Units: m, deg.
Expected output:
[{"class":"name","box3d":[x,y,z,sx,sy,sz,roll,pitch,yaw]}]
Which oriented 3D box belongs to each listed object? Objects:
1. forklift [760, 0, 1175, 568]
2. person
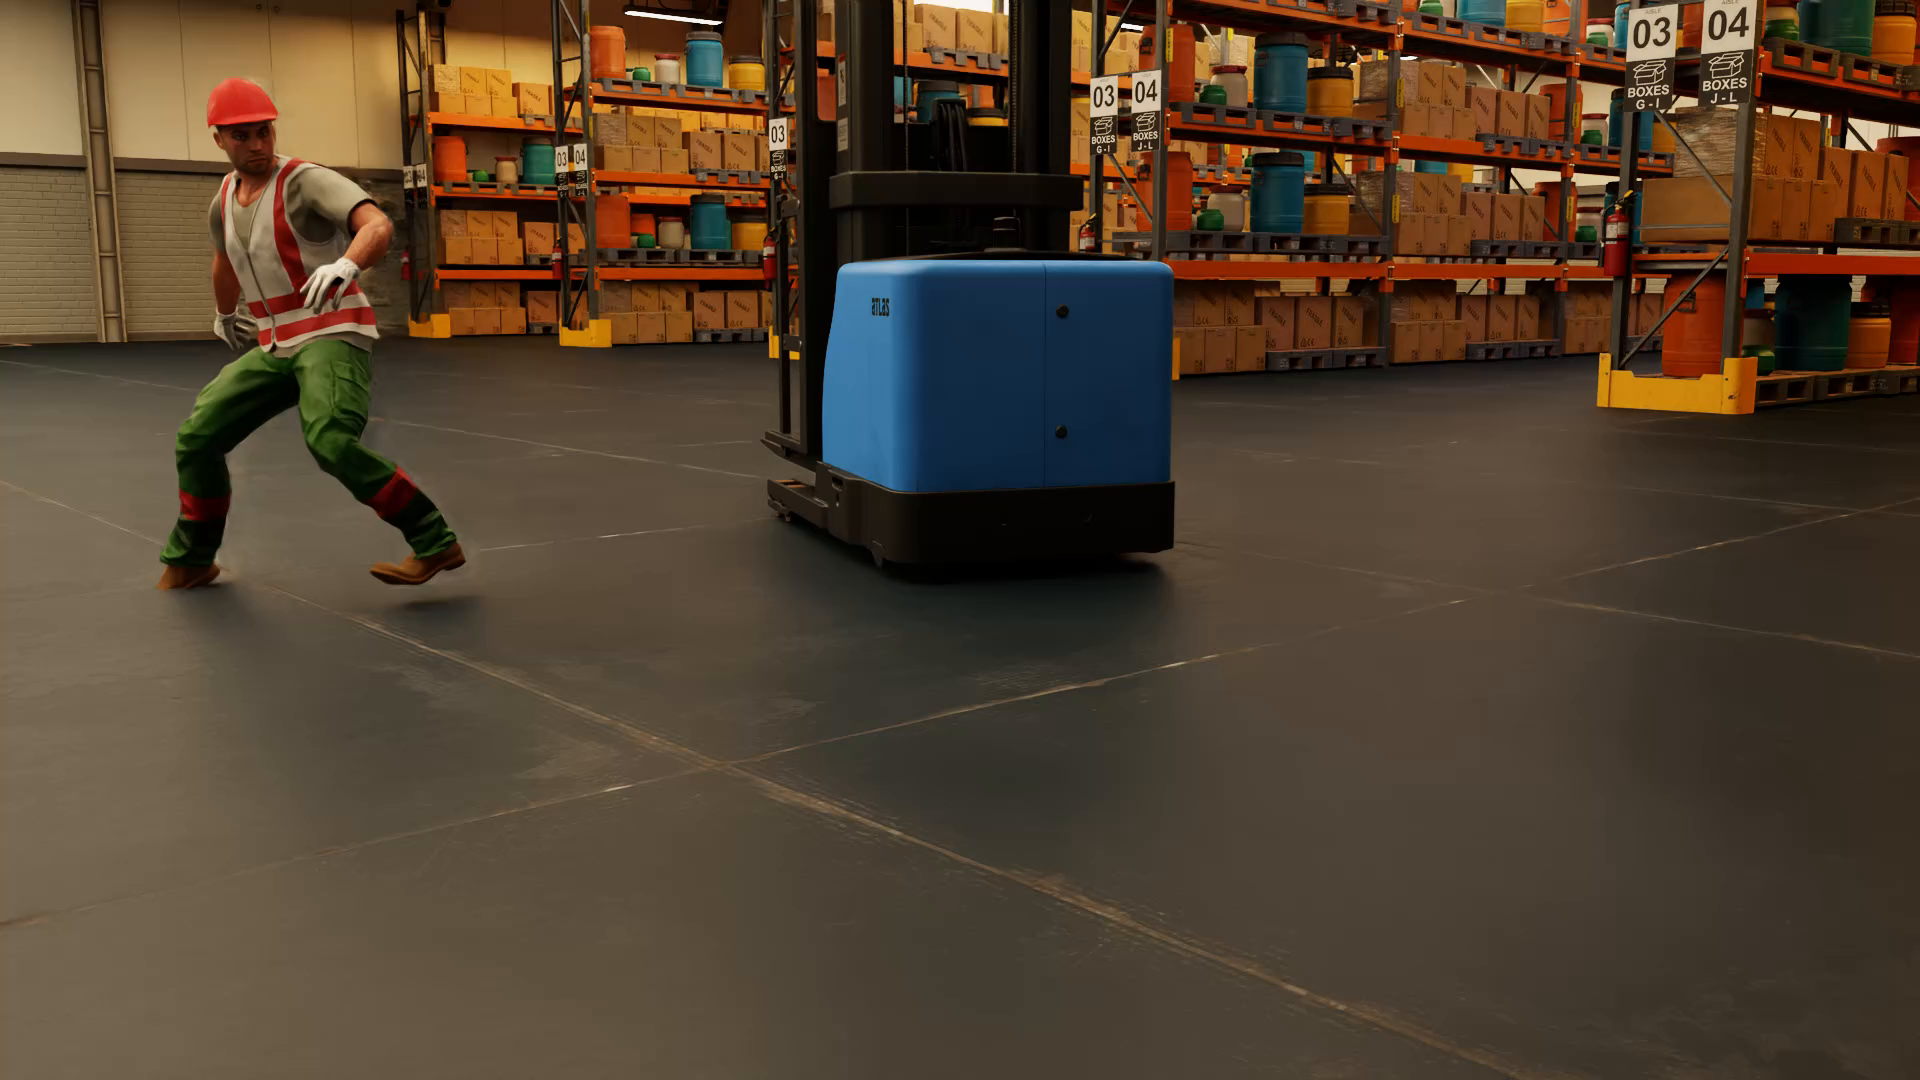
[{"class":"forklift","box3d":[-0.196,-1.537,6.886,1.130,2.935,3.031,-3,9,-19]},{"class":"person","box3d":[-2.183,-0.581,5.319,1.168,1.715,0.561,6,11,34]}]
